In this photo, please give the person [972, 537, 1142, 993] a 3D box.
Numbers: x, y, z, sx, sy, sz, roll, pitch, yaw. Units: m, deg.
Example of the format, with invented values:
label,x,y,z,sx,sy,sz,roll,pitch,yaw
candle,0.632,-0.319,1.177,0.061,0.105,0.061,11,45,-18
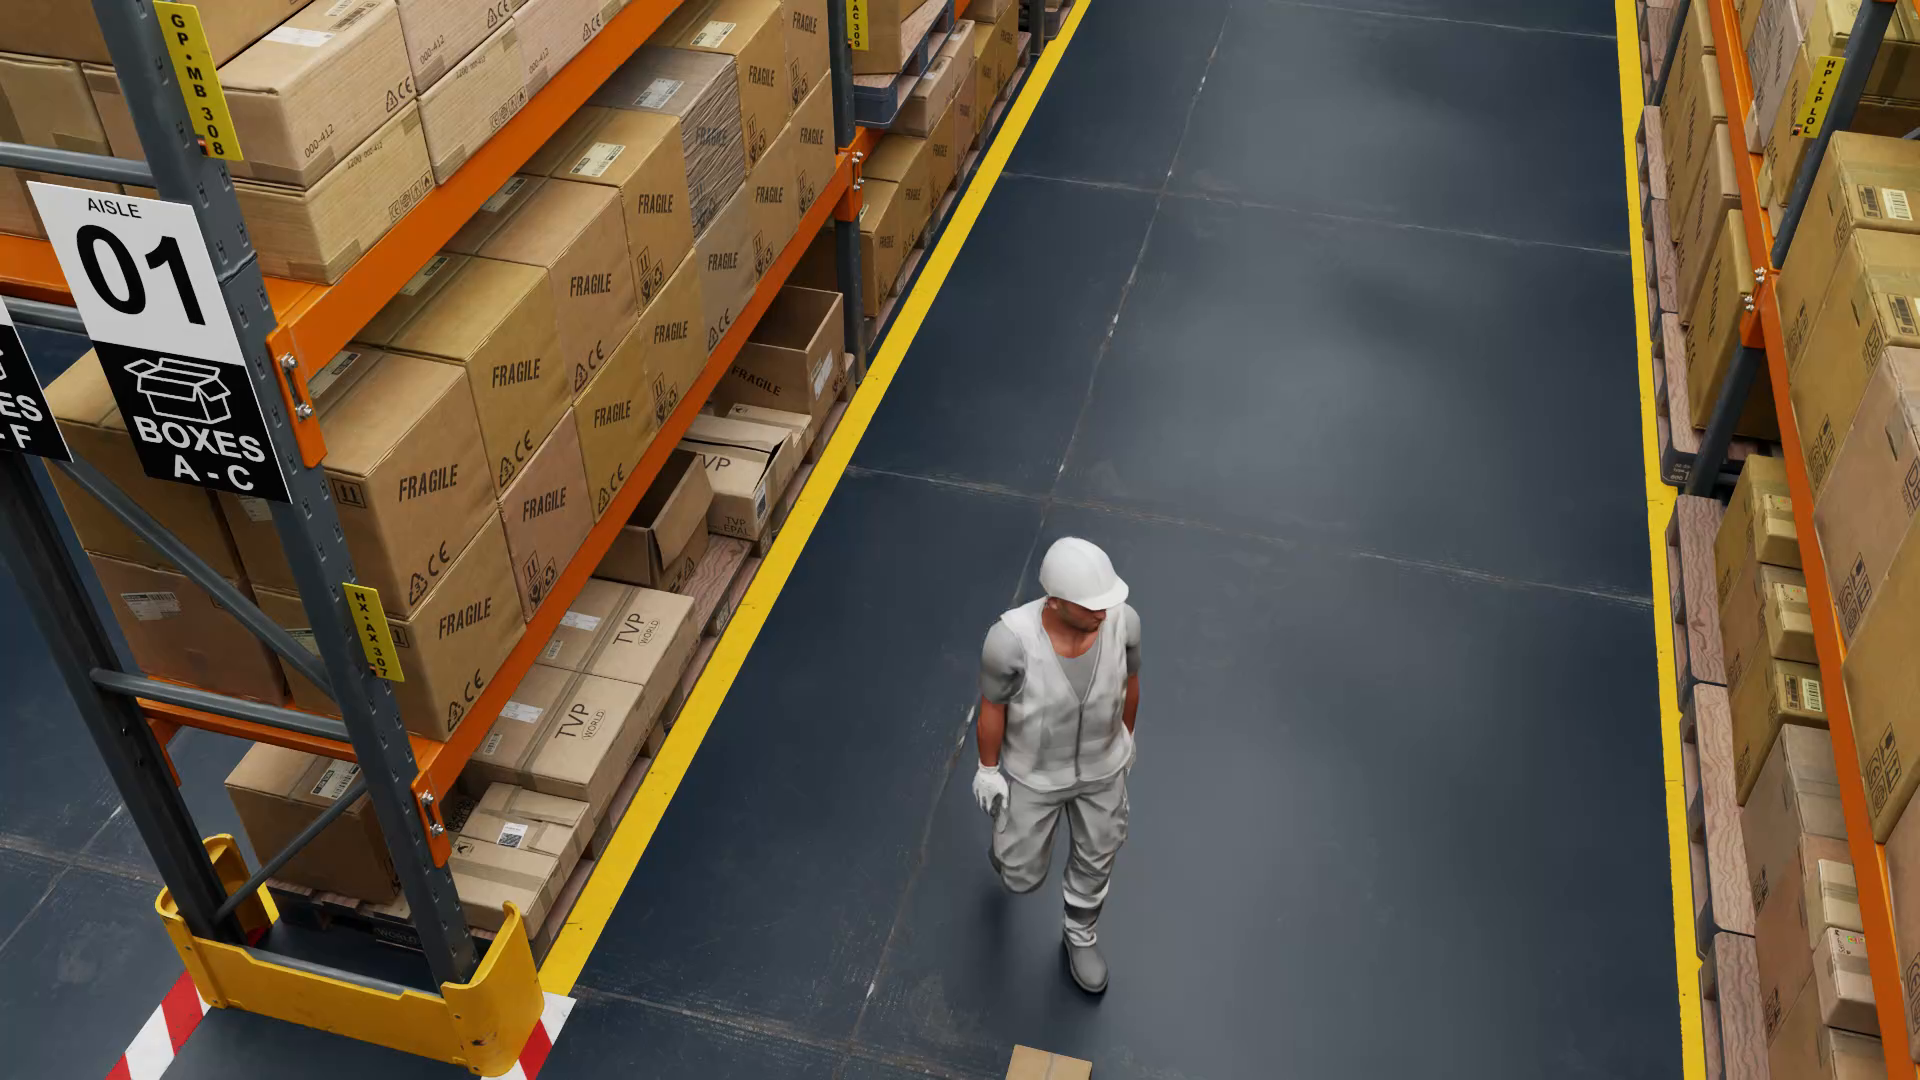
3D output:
label,x,y,z,sx,sy,sz,roll,pitch,yaw
person,0.310,0.694,5.308,0.563,1.779,0.650,-9,42,-11
